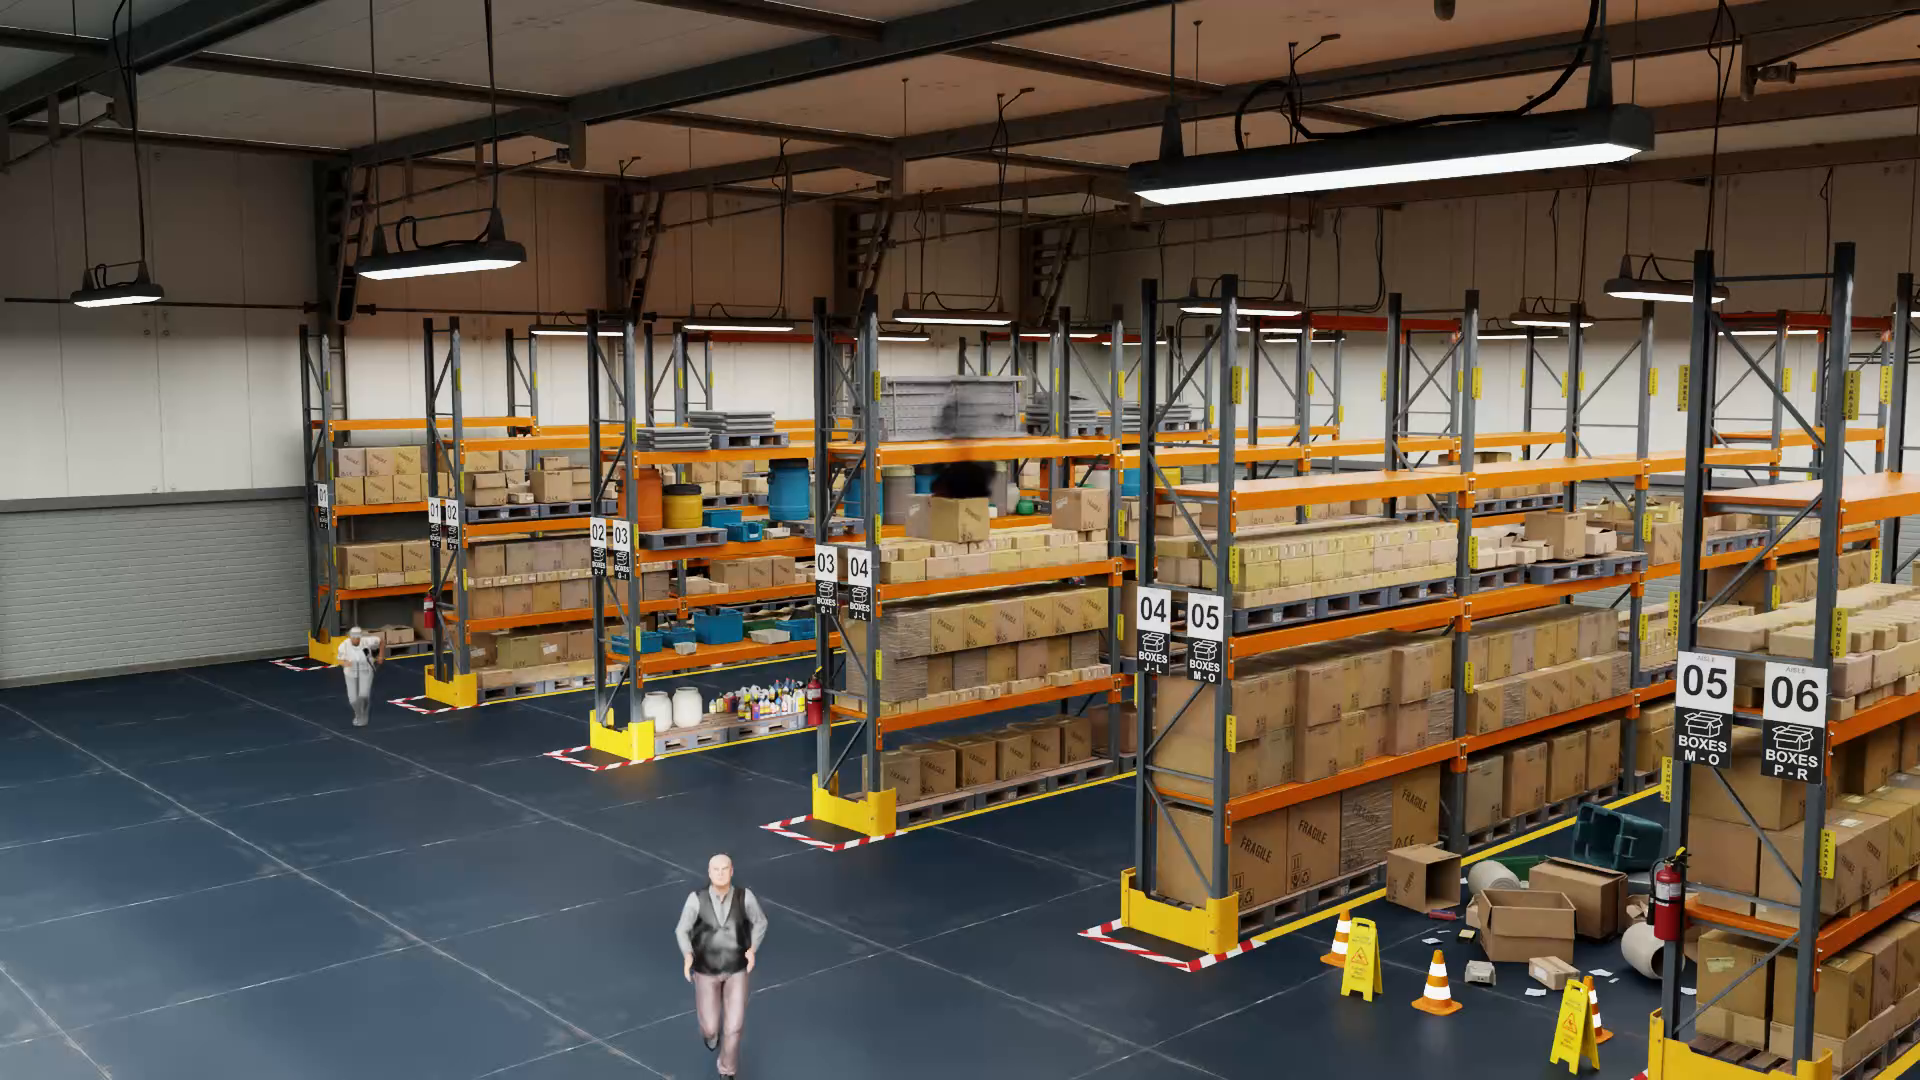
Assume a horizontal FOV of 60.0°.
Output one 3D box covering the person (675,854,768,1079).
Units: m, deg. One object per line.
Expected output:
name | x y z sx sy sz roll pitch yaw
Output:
person | -1.731 3.116 12.126 0.670 1.683 0.660 -1 6 -10

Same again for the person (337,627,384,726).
person | -8.694 1.968 24.164 0.638 1.516 0.911 -2 6 -15
